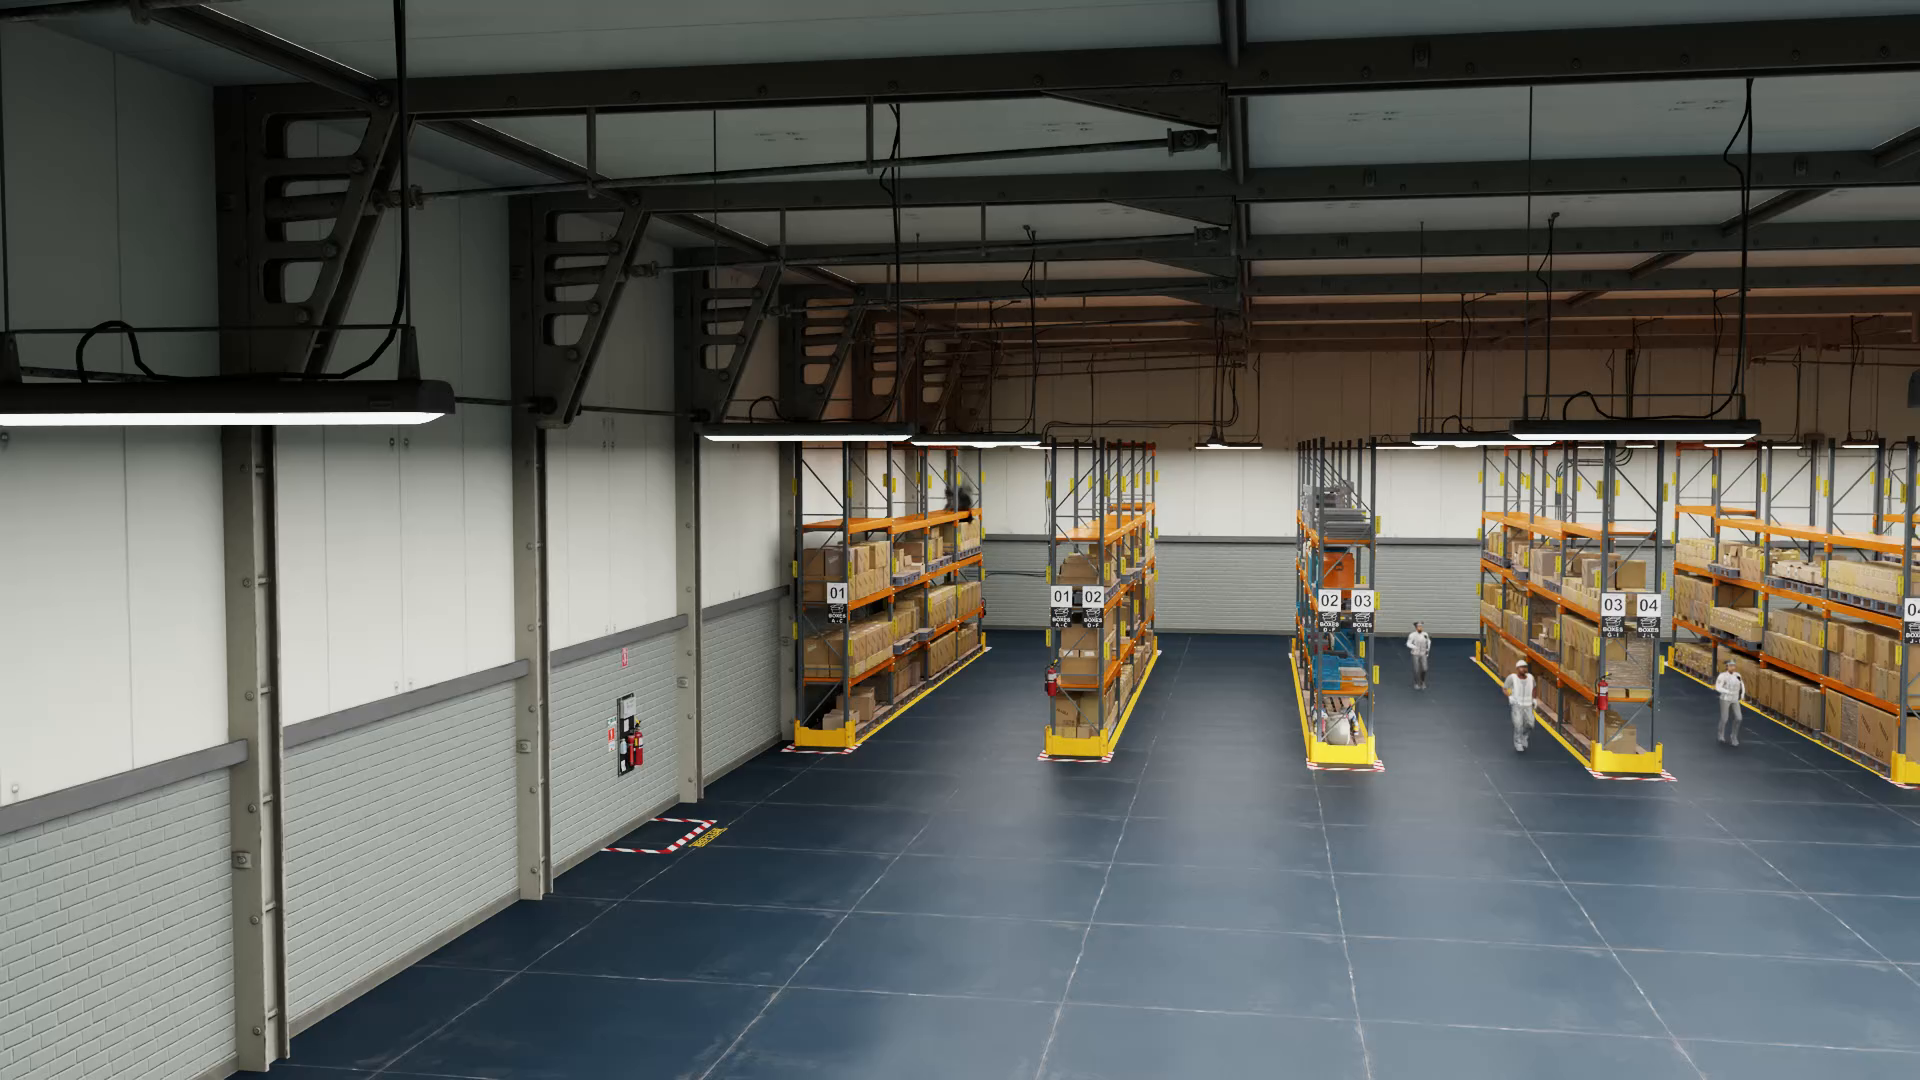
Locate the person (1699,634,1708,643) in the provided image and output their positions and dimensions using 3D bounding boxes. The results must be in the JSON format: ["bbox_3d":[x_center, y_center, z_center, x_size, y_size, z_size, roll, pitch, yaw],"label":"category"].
[{"bbox_3d":[20.509,2.549,45.698,0.526,1.533,0.712,3,4,42],"label":"person"}]

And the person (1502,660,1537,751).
[{"bbox_3d":[10.718,3.163,31.768,0.694,1.741,0.588,0,3,2],"label":"person"}]

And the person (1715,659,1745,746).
[{"bbox_3d":[15.060,3.179,32.485,0.628,1.741,0.705,0,3,2],"label":"person"}]

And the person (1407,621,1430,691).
[{"bbox_3d":[11.015,2.777,39.884,0.602,1.686,0.664,0,3,5],"label":"person"}]
